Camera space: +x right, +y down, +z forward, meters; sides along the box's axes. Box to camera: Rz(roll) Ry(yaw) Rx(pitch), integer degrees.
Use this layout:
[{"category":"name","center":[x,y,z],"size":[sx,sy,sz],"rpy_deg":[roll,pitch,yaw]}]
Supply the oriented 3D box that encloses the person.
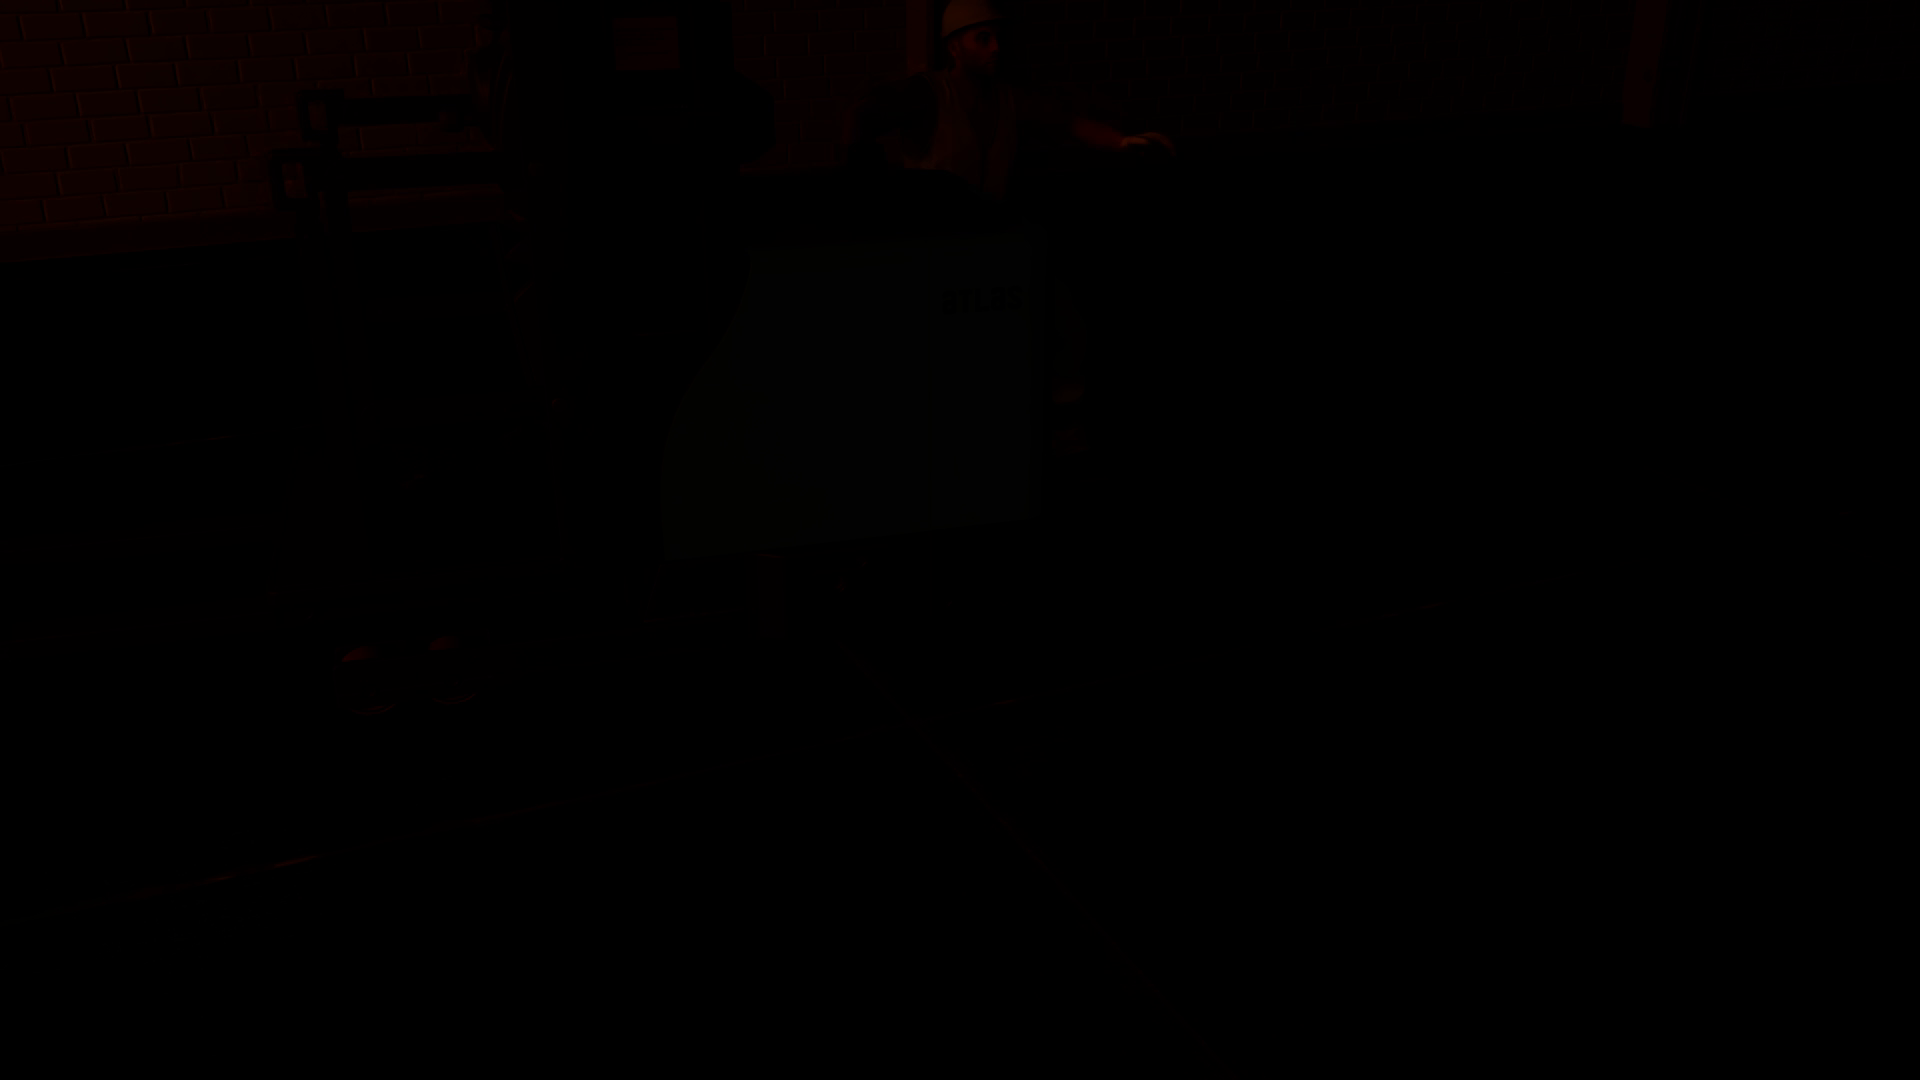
[{"category":"person","center":[0.138,-0.956,5.407],"size":[1.070,1.550,0.871],"rpy_deg":[-20,30,-39]}]

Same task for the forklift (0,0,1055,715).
[{"category":"forklift","center":[-1.320,-1.150,4.055],"size":[3.031,2.935,1.130],"rpy_deg":[-7,23,-15]}]
